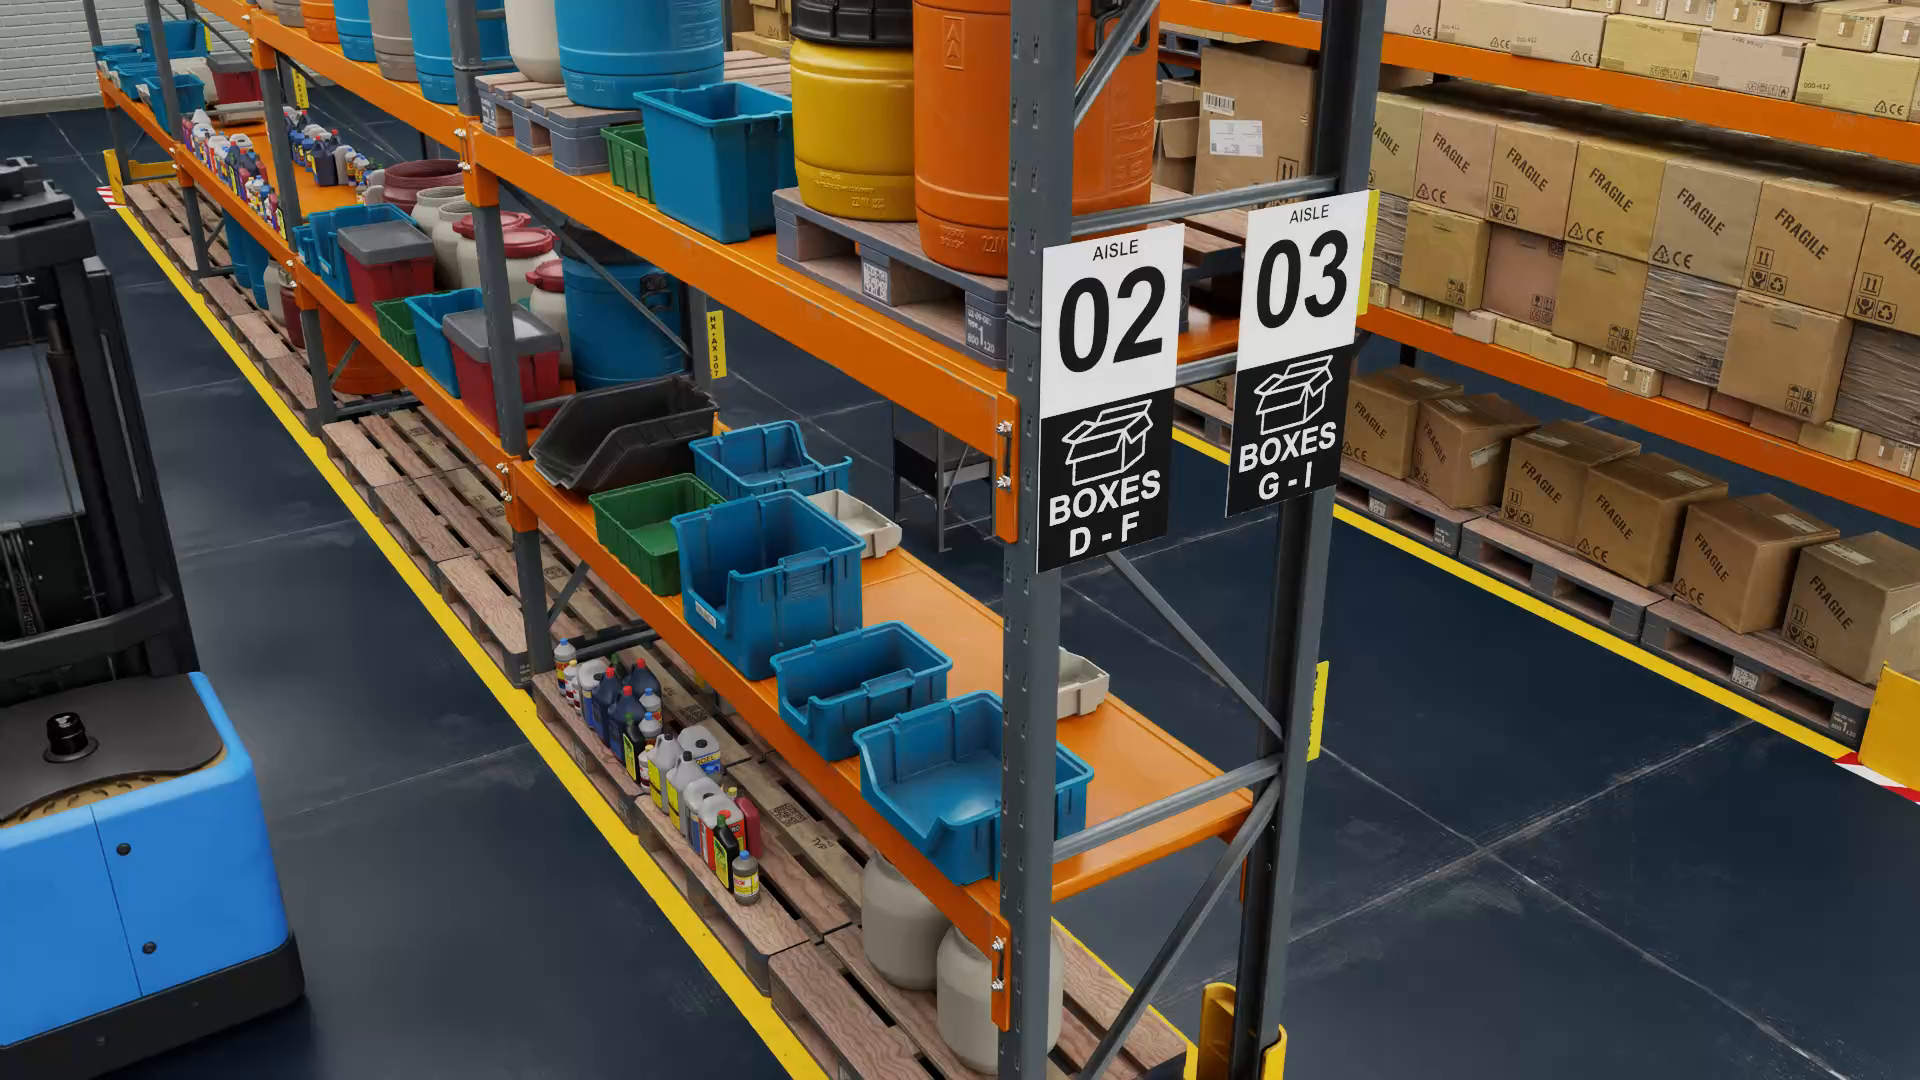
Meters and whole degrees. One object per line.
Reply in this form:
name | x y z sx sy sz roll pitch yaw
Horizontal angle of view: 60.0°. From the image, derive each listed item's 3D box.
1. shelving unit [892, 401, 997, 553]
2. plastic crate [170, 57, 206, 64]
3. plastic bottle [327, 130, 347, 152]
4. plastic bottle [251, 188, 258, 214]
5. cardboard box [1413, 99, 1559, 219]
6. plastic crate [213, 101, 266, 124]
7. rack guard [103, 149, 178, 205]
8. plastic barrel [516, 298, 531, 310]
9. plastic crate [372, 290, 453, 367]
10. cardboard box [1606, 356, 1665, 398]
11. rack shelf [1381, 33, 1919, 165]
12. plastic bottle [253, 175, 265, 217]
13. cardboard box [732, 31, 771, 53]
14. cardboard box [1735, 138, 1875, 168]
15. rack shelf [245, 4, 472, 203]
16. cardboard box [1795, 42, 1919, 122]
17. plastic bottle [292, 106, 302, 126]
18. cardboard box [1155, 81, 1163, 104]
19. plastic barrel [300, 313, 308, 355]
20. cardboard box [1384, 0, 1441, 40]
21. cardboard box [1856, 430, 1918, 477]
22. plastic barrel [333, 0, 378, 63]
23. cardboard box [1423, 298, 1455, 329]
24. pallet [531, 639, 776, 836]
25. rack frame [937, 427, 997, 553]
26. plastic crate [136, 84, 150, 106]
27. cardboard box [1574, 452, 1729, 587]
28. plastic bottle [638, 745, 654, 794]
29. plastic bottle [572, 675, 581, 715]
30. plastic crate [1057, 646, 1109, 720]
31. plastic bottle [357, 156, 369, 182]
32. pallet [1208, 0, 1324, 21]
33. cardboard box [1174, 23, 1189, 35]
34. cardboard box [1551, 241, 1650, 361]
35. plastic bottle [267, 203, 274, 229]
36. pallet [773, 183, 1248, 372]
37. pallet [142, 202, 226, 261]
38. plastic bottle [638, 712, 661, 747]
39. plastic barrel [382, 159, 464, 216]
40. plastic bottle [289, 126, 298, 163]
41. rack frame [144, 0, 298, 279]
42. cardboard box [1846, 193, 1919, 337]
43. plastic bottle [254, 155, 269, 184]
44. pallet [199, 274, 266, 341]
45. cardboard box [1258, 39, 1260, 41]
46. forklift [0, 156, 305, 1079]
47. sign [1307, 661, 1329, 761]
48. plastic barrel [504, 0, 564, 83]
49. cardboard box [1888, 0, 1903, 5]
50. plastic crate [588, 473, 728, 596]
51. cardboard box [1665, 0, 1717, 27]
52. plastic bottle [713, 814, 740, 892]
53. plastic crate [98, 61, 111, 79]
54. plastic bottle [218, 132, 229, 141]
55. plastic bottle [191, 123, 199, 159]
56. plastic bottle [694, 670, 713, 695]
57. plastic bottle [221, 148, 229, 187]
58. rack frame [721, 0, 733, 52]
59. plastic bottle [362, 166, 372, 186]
shelving unit | -0.090 -1.009 9.427 0.431 2.100 0.503 -16 29 -30
plastic crate | -7.581 -4.623 16.267 0.396 0.136 0.243 -16 29 -30
plastic bottle | -4.617 -2.865 12.362 0.144 0.351 0.185 -16 29 -30
plastic bottle | -4.828 -2.360 11.469 0.097 0.201 0.097 0 25 0
cardboard box | 2.830 -2.059 8.962 0.500 0.500 0.500 -16 29 -30
plastic crate | -6.128 -3.641 14.188 0.396 0.136 0.243 -16 29 -30
rack guard | -8.202 -3.839 17.297 1.175 0.500 0.348 -16 29 -30
plastic barrel | -2.221 -1.119 8.768 0.301 0.262 0.301 0 25 0
plastic crate | -2.814 -1.133 8.885 0.450 0.188 0.662 -16 29 -30
cardboard box | 3.471 -0.848 8.326 0.380 0.149 0.250 -16 29 -30
rack shelf | 3.615 -2.142 8.103 1.077 0.370 4.000 -16 29 -30
plastic bottle | -4.775 -2.357 11.380 0.097 0.271 0.097 0 25 0
cardboard box | -1.802 -4.510 15.673 0.500 0.500 0.500 -15 29 -29
cardboard box | 4.094 -1.647 8.088 0.500 0.500 0.500 -16 29 -30
rack shelf | -2.719 -2.418 8.688 1.077 0.370 4.000 -16 29 -30
cardboard box | 3.956 -1.975 7.083 0.500 0.250 0.500 -15 29 -29
plastic bottle | -5.218 -3.259 13.197 0.144 0.351 0.185 -16 29 -30
cardboard box | 1.056 -3.132 12.262 0.700 0.500 0.500 -11 27 -22
plastic barrel | -4.475 -1.520 11.878 0.421 0.512 0.421 0 25 0
cardboard box | 2.554 -2.894 9.029 0.500 0.250 0.500 -17 30 -32
cardboard box | 4.242 -0.425 7.432 0.380 0.149 0.250 -16 29 -30
plastic barrel | -2.800 -2.854 8.182 0.600 0.901 0.708 -16 29 -30
cardboard box | 2.818 -1.303 9.291 0.380 0.149 0.250 -16 29 -30
pallet | -1.295 0.839 7.726 1.003 0.211 1.213 -16 29 -30
rack frame | 0.043 -0.921 9.242 0.400 2.100 0.015 -16 29 -30
plastic crate | -7.196 -3.994 14.936 0.293 0.136 0.466 -16 29 -30
cardboard box | 3.699 -0.116 8.919 0.500 0.500 0.500 -13 28 -25
plastic bottle | -1.296 0.954 6.978 0.097 0.201 0.097 0 25 0
plastic bottle | -1.709 0.683 7.551 0.097 0.201 0.097 0 25 0
plastic crate | 0.338 0.483 5.522 0.298 0.136 0.250 -16 29 -30
plastic bottle | -4.267 -2.618 11.933 0.097 0.271 0.097 0 25 0
pallet | 2.275 -3.343 10.025 1.213 0.211 1.003 -16 29 -30
cardboard box | 2.486 -5.448 17.578 0.380 0.149 0.250 -15 29 -29
cardboard box | 3.556 -1.300 8.524 0.875 0.500 0.500 -16 29 -30
plastic bottle | -4.562 -2.186 11.100 0.097 0.201 0.097 0 25 0
pallet | 0.187 -0.831 4.704 1.003 0.211 1.213 -16 29 -30
pallet | -7.098 -2.963 15.780 1.003 0.211 1.213 -16 29 -30
plastic bottle | -1.319 0.860 7.096 0.097 0.271 0.097 0 25 0
plastic barrel | -3.303 -2.069 10.459 0.600 0.536 0.708 -16 29 -30
plastic bottle | -5.128 -3.063 12.875 0.097 0.271 0.097 0 25 0
rack frame | -5.994 -3.533 13.721 1.000 3.000 0.127 -16 29 -30
cardboard box | 4.199 -1.167 7.071 0.500 0.500 0.500 -16 29 -30
plastic bottle | -4.993 -2.604 11.888 0.061 0.283 0.133 -16 29 -30
pallet | -5.608 -1.987 13.711 1.003 0.211 1.213 -16 29 -30
cardboard box | 3.200 -4.982 16.593 0.380 0.149 0.250 -15 29 -28
forklift | -3.649 -0.005 6.327 1.130 2.935 3.031 -16 30 -31
sign | 1.020 0.507 4.838 0.100 0.325 0.005 -16 29 -30
plastic barrel | -1.556 -2.069 6.483 0.421 0.512 0.421 0 25 0
cardboard box | 4.230 -2.396 7.506 0.380 0.149 0.250 -16 29 -30
plastic crate | -1.122 -0.025 6.537 0.450 0.188 0.662 -16 29 -30
cardboard box | 3.479 -2.467 7.657 0.380 0.149 0.250 -17 30 -32
plastic bottle | -0.892 1.196 6.370 0.061 0.283 0.133 -15 29 -28
plastic crate | -8.213 -4.573 16.162 0.250 0.136 0.298 -16 29 -30
plastic bottle | -5.766 -3.094 13.023 0.097 0.201 0.097 0 25 0
plastic bottle | -5.947 -3.125 13.007 0.097 0.271 0.097 0 25 0
plastic bottle | -1.154 0.524 7.715 0.144 0.351 0.185 -16 29 -30
plastic bottle | -5.335 -2.724 12.157 0.097 0.271 0.097 0 25 0
rack frame | -1.844 -4.688 16.166 1.000 3.000 0.127 -16 29 -30
plastic bottle | -4.120 -2.474 11.627 0.097 0.271 0.097 0 25 0
